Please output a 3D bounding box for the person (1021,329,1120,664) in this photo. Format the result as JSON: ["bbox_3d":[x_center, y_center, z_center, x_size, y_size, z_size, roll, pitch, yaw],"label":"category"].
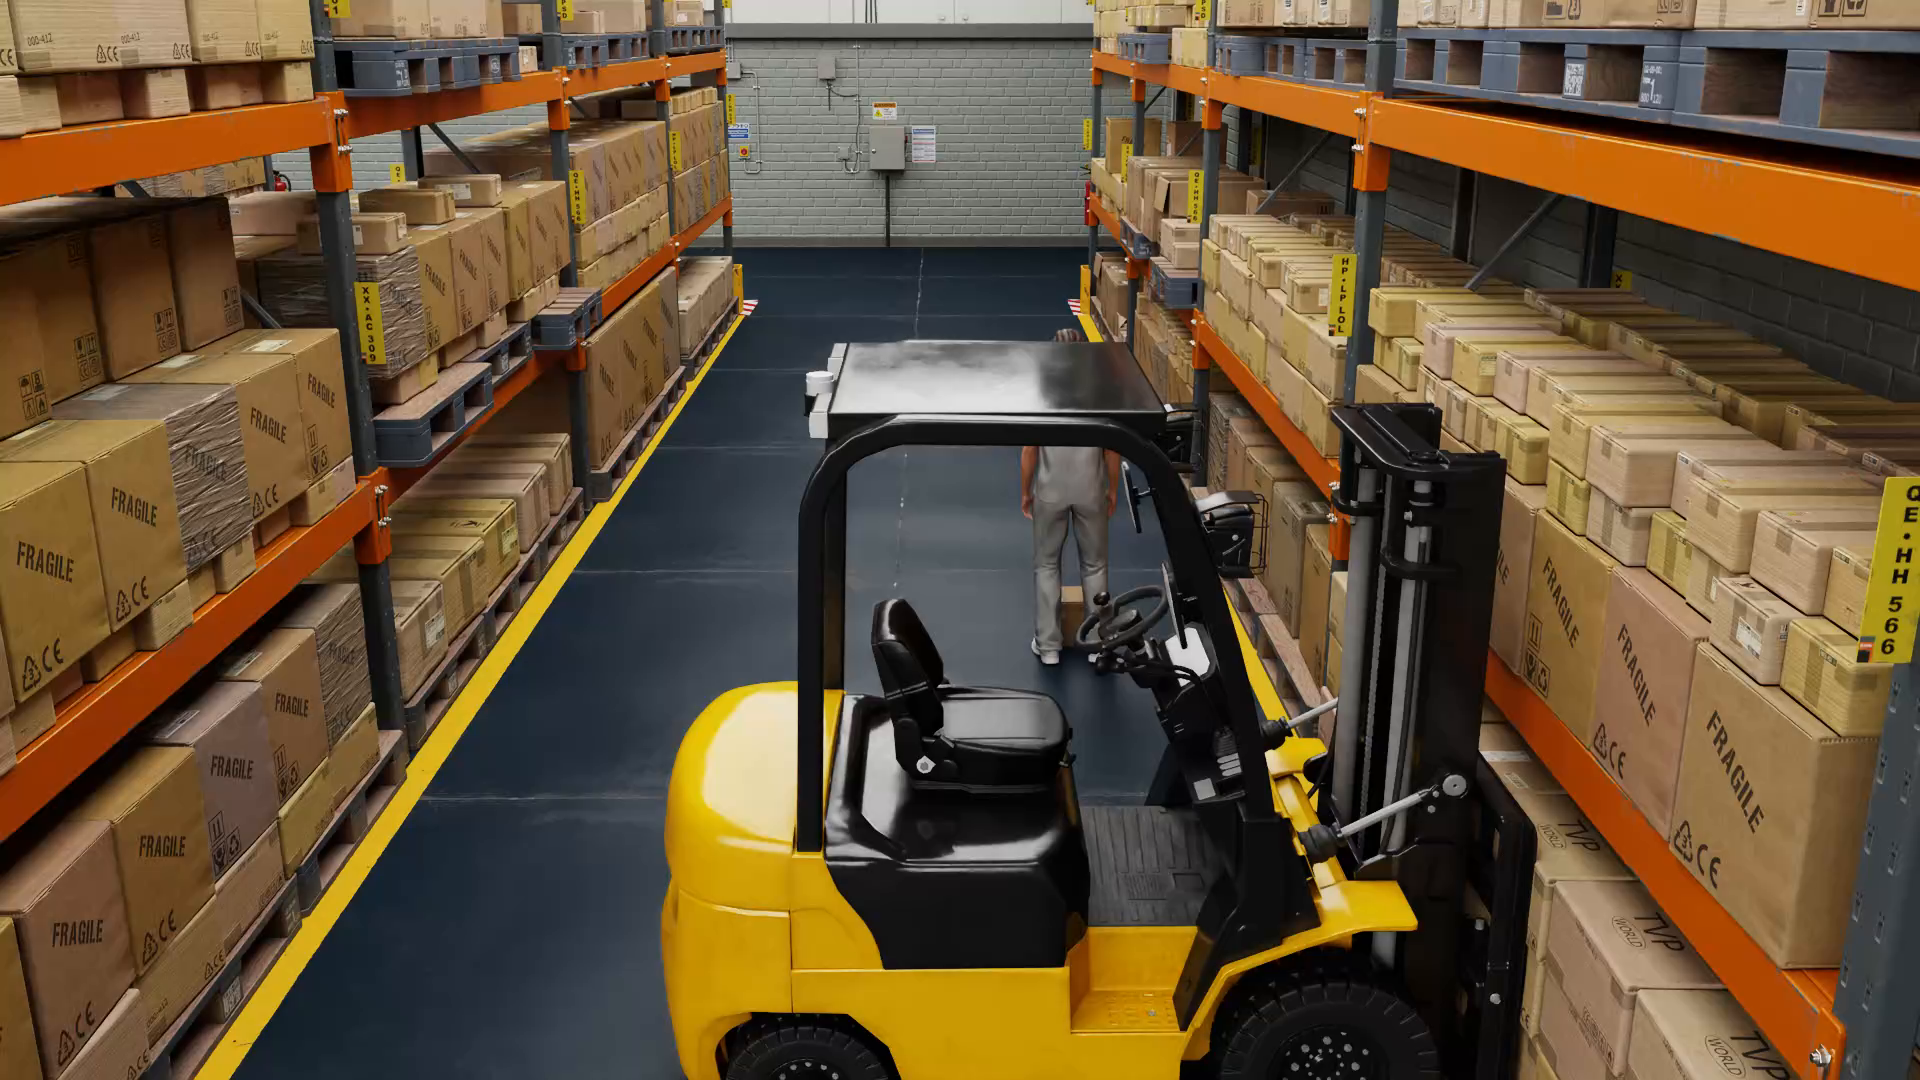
[{"bbox_3d":[0.543,-0.207,8.217,0.493,1.673,0.353,0,17,-1],"label":"person"}]
